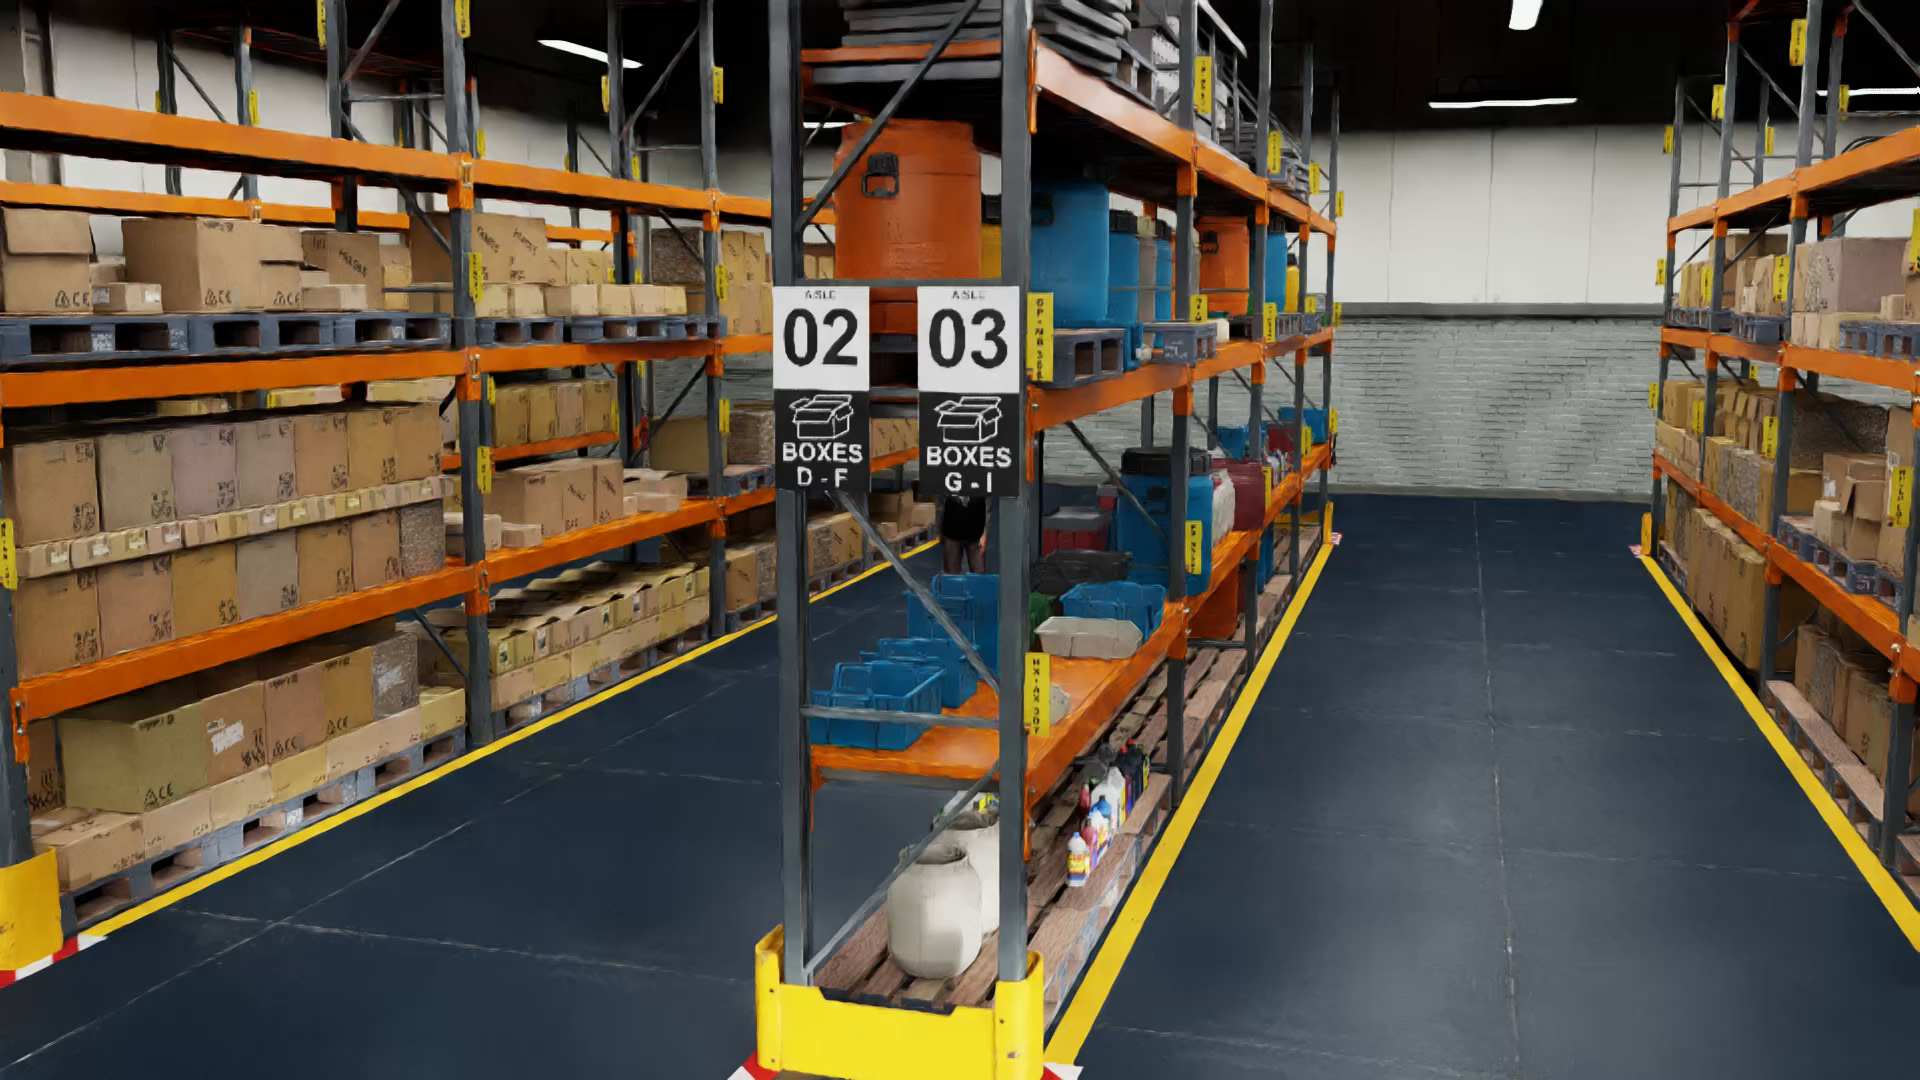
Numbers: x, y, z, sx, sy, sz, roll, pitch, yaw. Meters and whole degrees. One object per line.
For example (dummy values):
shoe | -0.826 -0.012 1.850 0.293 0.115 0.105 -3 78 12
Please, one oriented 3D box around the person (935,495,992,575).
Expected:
person | 0.034 -0.010 16.035 0.546 1.700 0.620 -1 8 -5
